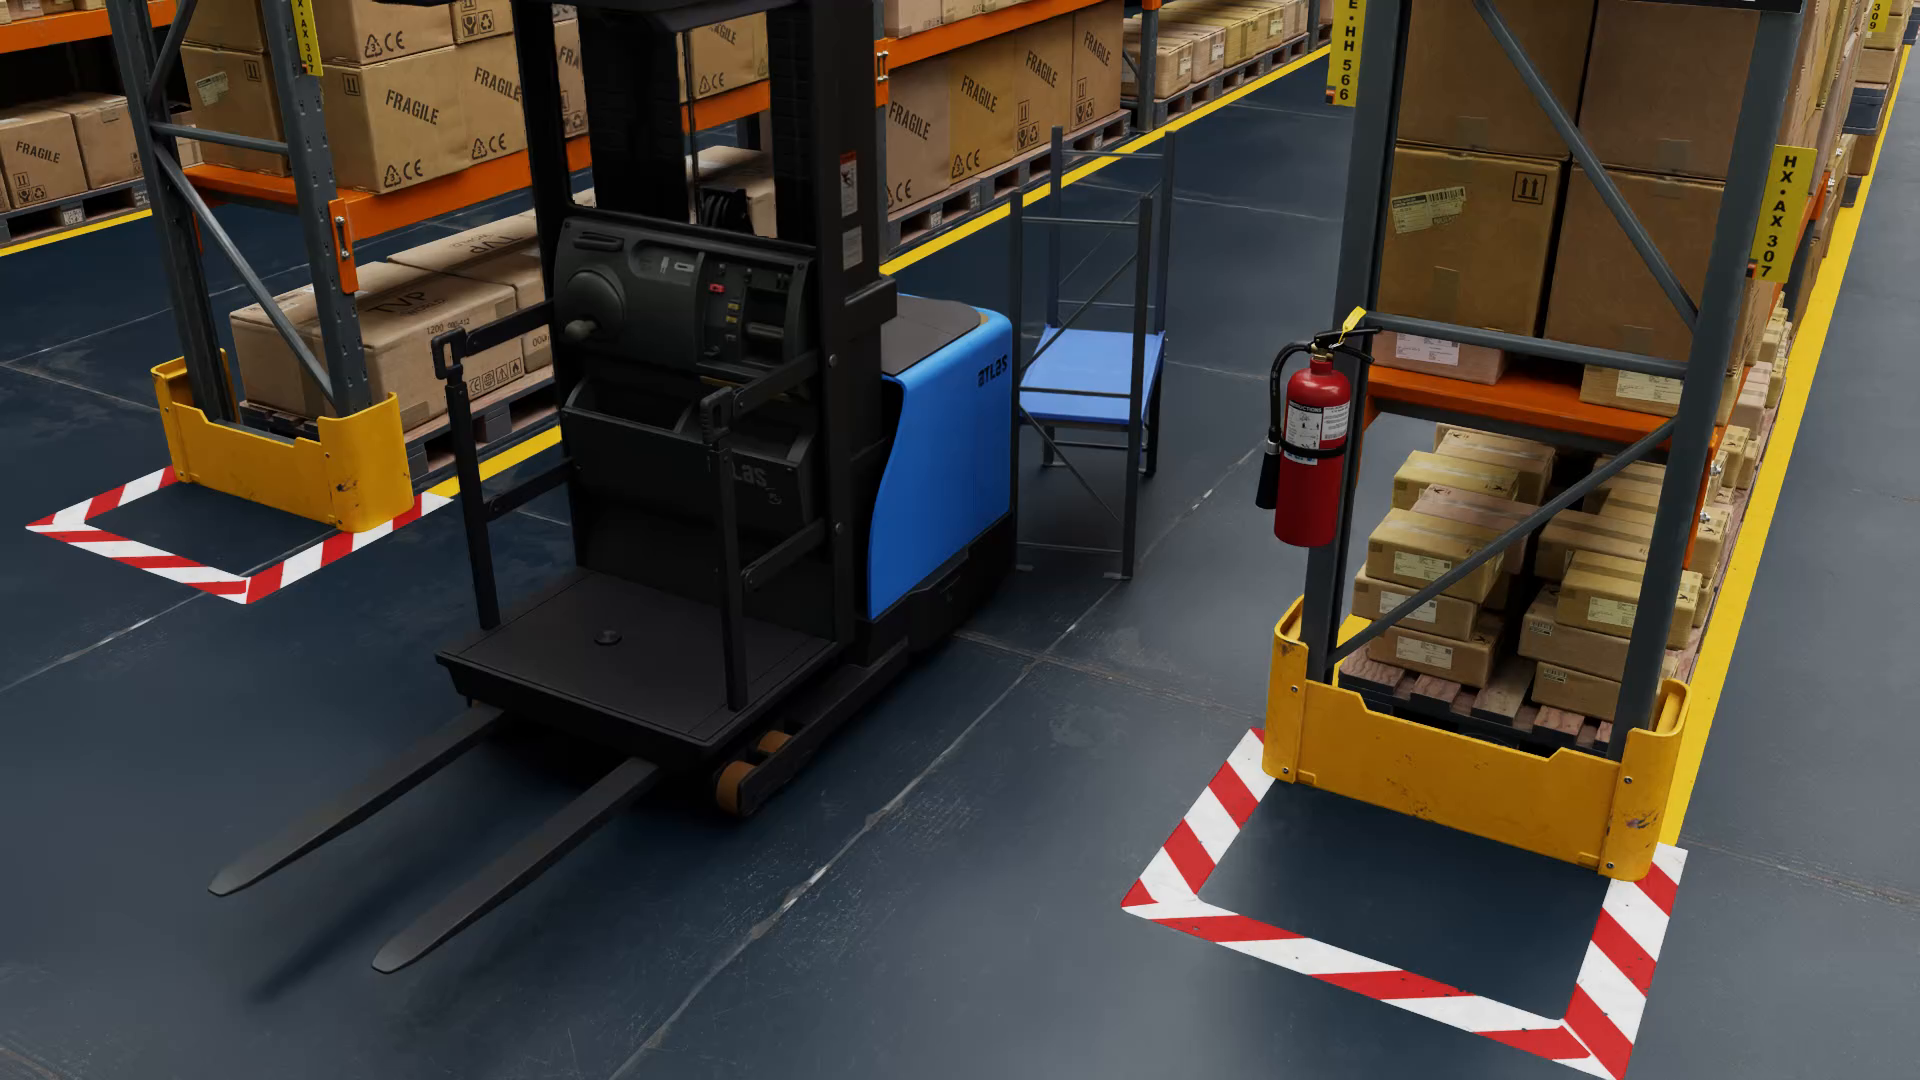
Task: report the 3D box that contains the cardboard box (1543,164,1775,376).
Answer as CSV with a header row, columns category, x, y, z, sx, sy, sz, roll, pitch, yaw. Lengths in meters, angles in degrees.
category,x,y,z,sx,sy,sz,roll,pitch,yaw
cardboard box,1.955,-0.804,4.562,0.500,0.500,0.500,16,31,28

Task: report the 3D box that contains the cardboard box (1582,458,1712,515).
category,x,y,z,sx,sy,sz,roll,pitch,yaw
cardboard box,2.364,-0.140,5.729,0.380,0.149,0.250,13,29,24

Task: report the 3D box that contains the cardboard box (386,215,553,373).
category,x,y,z,sx,sy,sz,roll,pitch,yaw
cardboard box,-2.185,-1.243,8.275,0.875,0.438,0.875,15,30,27

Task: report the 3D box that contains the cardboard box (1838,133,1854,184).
category,x,y,z,sx,sy,sz,roll,pitch,yaw
cardboard box,4.570,-2.112,9.105,0.500,0.250,0.500,15,30,28

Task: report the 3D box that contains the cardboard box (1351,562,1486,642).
category,x,y,z,sx,sy,sz,roll,pitch,yaw
cardboard box,1.505,0.173,5.437,0.380,0.149,0.250,13,30,25

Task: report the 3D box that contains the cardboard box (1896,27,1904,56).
category,x,y,z,sx,sy,sz,roll,pitch,yaw
cardboard box,4.313,-2.405,8.015,0.380,0.149,0.250,14,30,26

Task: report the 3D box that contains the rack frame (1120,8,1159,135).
category,x,y,z,sx,sy,sz,roll,pitch,yaw
rack frame,1.070,-4.681,12.750,1.000,3.000,0.127,14,30,26

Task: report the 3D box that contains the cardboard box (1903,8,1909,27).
category,x,y,z,sx,sy,sz,roll,pitch,yaw
cardboard box,4.308,-2.534,7.941,0.380,0.149,0.250,15,30,27

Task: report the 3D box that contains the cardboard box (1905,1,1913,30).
category,x,y,z,sx,sy,sz,roll,pitch,yaw
cardboard box,4.820,-2.807,8.817,0.380,0.149,0.250,13,29,24

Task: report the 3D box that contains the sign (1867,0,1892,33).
category,x,y,z,sx,sy,sz,roll,pitch,yaw
sign,3.938,-2.342,7.111,0.100,0.325,0.005,14,30,26

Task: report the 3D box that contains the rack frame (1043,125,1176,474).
category,x,y,z,sx,sy,sz,roll,pitch,yaw
rack frame,0.620,-0.990,7.052,0.500,1.500,0.032,5,27,10

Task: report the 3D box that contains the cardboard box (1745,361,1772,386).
category,x,y,z,sx,sy,sz,roll,pitch,yaw
cardboard box,3.057,-0.638,6.724,0.380,0.149,0.250,13,29,24

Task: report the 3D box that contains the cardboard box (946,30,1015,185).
category,x,y,z,sx,sy,sz,roll,pitch,yaw
cardboard box,-0.225,-2.973,11.242,0.875,0.875,0.875,15,30,28

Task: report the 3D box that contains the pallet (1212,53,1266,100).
category,x,y,z,sx,sy,sz,roll,pitch,yaw
pallet,2.057,-4.212,14.928,1.003,0.211,1.213,14,30,26

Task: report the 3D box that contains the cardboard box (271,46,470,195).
category,x,y,z,sx,sy,sz,roll,pitch,yaw
cardboard box,-2.379,-1.732,6.747,0.500,0.500,0.500,14,30,26

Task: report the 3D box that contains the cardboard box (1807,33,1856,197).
category,x,y,z,sx,sy,sz,roll,pitch,yaw
cardboard box,2.967,-1.603,6.157,0.500,0.500,0.500,14,30,26

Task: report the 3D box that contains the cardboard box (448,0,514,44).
category,x,y,z,sx,sy,sz,roll,pitch,yaw
cardboard box,-2.133,-2.382,6.929,0.500,0.500,0.500,13,30,25

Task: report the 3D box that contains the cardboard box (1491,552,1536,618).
category,x,y,z,sx,sy,sz,roll,pitch,yaw
cardboard box,1.815,0.117,5.881,0.380,0.149,0.250,14,30,26

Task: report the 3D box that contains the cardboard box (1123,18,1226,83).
category,x,y,z,sx,sy,sz,roll,pitch,yaw
cardboard box,1.713,-4.201,14.258,0.950,0.372,0.625,14,30,25

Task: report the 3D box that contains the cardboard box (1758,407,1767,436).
category,x,y,z,sx,sy,sz,roll,pitch,yaw
cardboard box,3.291,-0.557,7.226,0.380,0.149,0.250,13,29,24

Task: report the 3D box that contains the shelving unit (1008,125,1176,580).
category,x,y,z,sx,sy,sz,roll,pitch,yaw
shelving unit,0.522,-0.766,6.606,0.538,1.500,1.048,5,27,10

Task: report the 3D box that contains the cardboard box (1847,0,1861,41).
category,x,y,z,sx,sy,sz,roll,pitch,yaw
cardboard box,2.952,-2.055,5.942,0.500,0.500,0.500,15,30,27

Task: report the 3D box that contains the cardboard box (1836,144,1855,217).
category,x,y,z,sx,sy,sz,roll,pitch,yaw
cardboard box,5.075,-2.185,10.087,0.500,0.500,0.500,16,31,28

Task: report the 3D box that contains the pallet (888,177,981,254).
category,x,y,z,sx,sy,sz,roll,pitch,yaw
pallet,-0.584,-2.192,10.894,1.003,0.211,1.213,14,30,26

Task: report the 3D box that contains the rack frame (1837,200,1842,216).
category,x,y,z,sx,sy,sz,roll,pitch,yaw
rack frame,5.429,-3.630,10.651,1.000,3.000,0.127,14,30,26

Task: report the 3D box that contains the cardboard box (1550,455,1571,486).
category,x,y,z,sx,sy,sz,roll,pitch,yaw
cardboard box,2.145,-0.330,6.443,0.380,0.149,0.250,16,31,29

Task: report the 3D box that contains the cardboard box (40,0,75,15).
category,x,y,z,sx,sy,sz,roll,pitch,yaw
cardboard box,-5.852,-3.431,10.533,0.380,0.149,0.250,15,30,27

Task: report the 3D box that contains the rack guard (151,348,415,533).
category,x,y,z,sx,sy,sz,roll,pitch,yaw
rack guard,-2.877,-0.436,7.063,1.175,0.500,0.348,14,30,26

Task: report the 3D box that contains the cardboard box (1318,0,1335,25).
category,x,y,z,sx,sy,sz,roll,pitch,yaw
cardboard box,3.563,-5.369,16.726,0.500,0.250,0.500,13,29,24

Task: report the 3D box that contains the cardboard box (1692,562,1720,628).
category,x,y,z,sx,sy,sz,roll,pitch,yaw
cardboard box,2.425,0.147,5.821,0.380,0.149,0.250,15,30,27

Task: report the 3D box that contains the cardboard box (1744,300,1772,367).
category,x,y,z,sx,sy,sz,roll,pitch,yaw
cardboard box,2.207,-0.656,4.989,0.380,0.149,0.250,13,30,25

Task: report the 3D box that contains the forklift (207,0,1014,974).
category,x,y,z,sx,sy,sz,roll,pitch,yaw
forklift,-0.960,-0.702,4.879,1.130,2.935,3.031,14,30,26

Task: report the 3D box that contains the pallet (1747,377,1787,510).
category,x,y,z,sx,sy,sz,roll,pitch,yaw
pallet,3.162,-0.555,7.623,1.003,0.211,1.213,14,30,26

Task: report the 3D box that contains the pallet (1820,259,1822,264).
category,x,y,z,sx,sy,sz,roll,pitch,yaw
pallet,5.044,-2.079,10.668,1.003,0.211,1.213,14,30,26

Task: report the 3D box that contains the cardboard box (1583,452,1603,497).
category,x,y,z,sx,sy,sz,roll,pitch,yaw
cardboard box,2.568,-0.231,6.243,0.380,0.149,0.250,16,31,29

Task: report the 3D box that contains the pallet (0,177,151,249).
category,x,y,z,sx,sy,sz,roll,pitch,yaw
pallet,-6.159,-2.222,10.953,1.003,0.211,1.213,14,30,26

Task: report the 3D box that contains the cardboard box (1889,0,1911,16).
category,x,y,z,sx,sy,sz,roll,pitch,yaw
cardboard box,4.056,-2.465,7.471,0.380,0.149,0.250,16,31,29

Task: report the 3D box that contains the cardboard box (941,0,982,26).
category,x,y,z,sx,sy,sz,roll,pitch,yaw
cardboard box,-0.198,-3.370,10.300,0.500,0.250,0.500,13,30,25

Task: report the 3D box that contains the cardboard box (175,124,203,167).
category,x,y,z,sx,sy,sz,roll,pitch,yaw
cardboard box,-5.415,-2.758,11.494,0.396,0.266,0.258,15,30,28

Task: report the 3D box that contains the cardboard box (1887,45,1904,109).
category,x,y,z,sx,sy,sz,roll,pitch,yaw
cardboard box,6.692,-3.734,12.903,1.050,0.750,0.750,14,30,26

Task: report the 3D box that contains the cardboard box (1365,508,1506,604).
category,x,y,z,sx,sy,sz,roll,pitch,yaw
cardboard box,1.534,0.046,5.358,0.380,0.149,0.250,15,30,27

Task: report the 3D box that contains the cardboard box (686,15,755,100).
category,x,y,z,sx,sy,sz,roll,pitch,yaw
cardboard box,-1.386,-2.529,8.339,0.500,0.500,0.500,14,30,25

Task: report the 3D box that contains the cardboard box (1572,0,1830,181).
category,x,y,z,sx,sy,sz,roll,pitch,yaw
cardboard box,1.946,-1.254,4.343,0.500,0.500,0.500,14,30,26

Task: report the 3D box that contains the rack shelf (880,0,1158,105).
category,x,y,z,sx,sy,sz,roll,pitch,yaw
rack shelf,0.086,-3.580,11.354,1.077,0.370,4.000,14,30,26

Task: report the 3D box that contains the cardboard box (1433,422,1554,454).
category,x,y,z,sx,sy,sz,roll,pitch,yaw
cardboard box,1.990,-0.372,6.193,0.380,0.149,0.250,15,30,28

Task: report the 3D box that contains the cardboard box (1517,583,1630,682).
category,x,y,z,sx,sy,sz,roll,pitch,yaw
cardboard box,1.975,0.294,5.196,0.380,0.149,0.250,16,31,28
